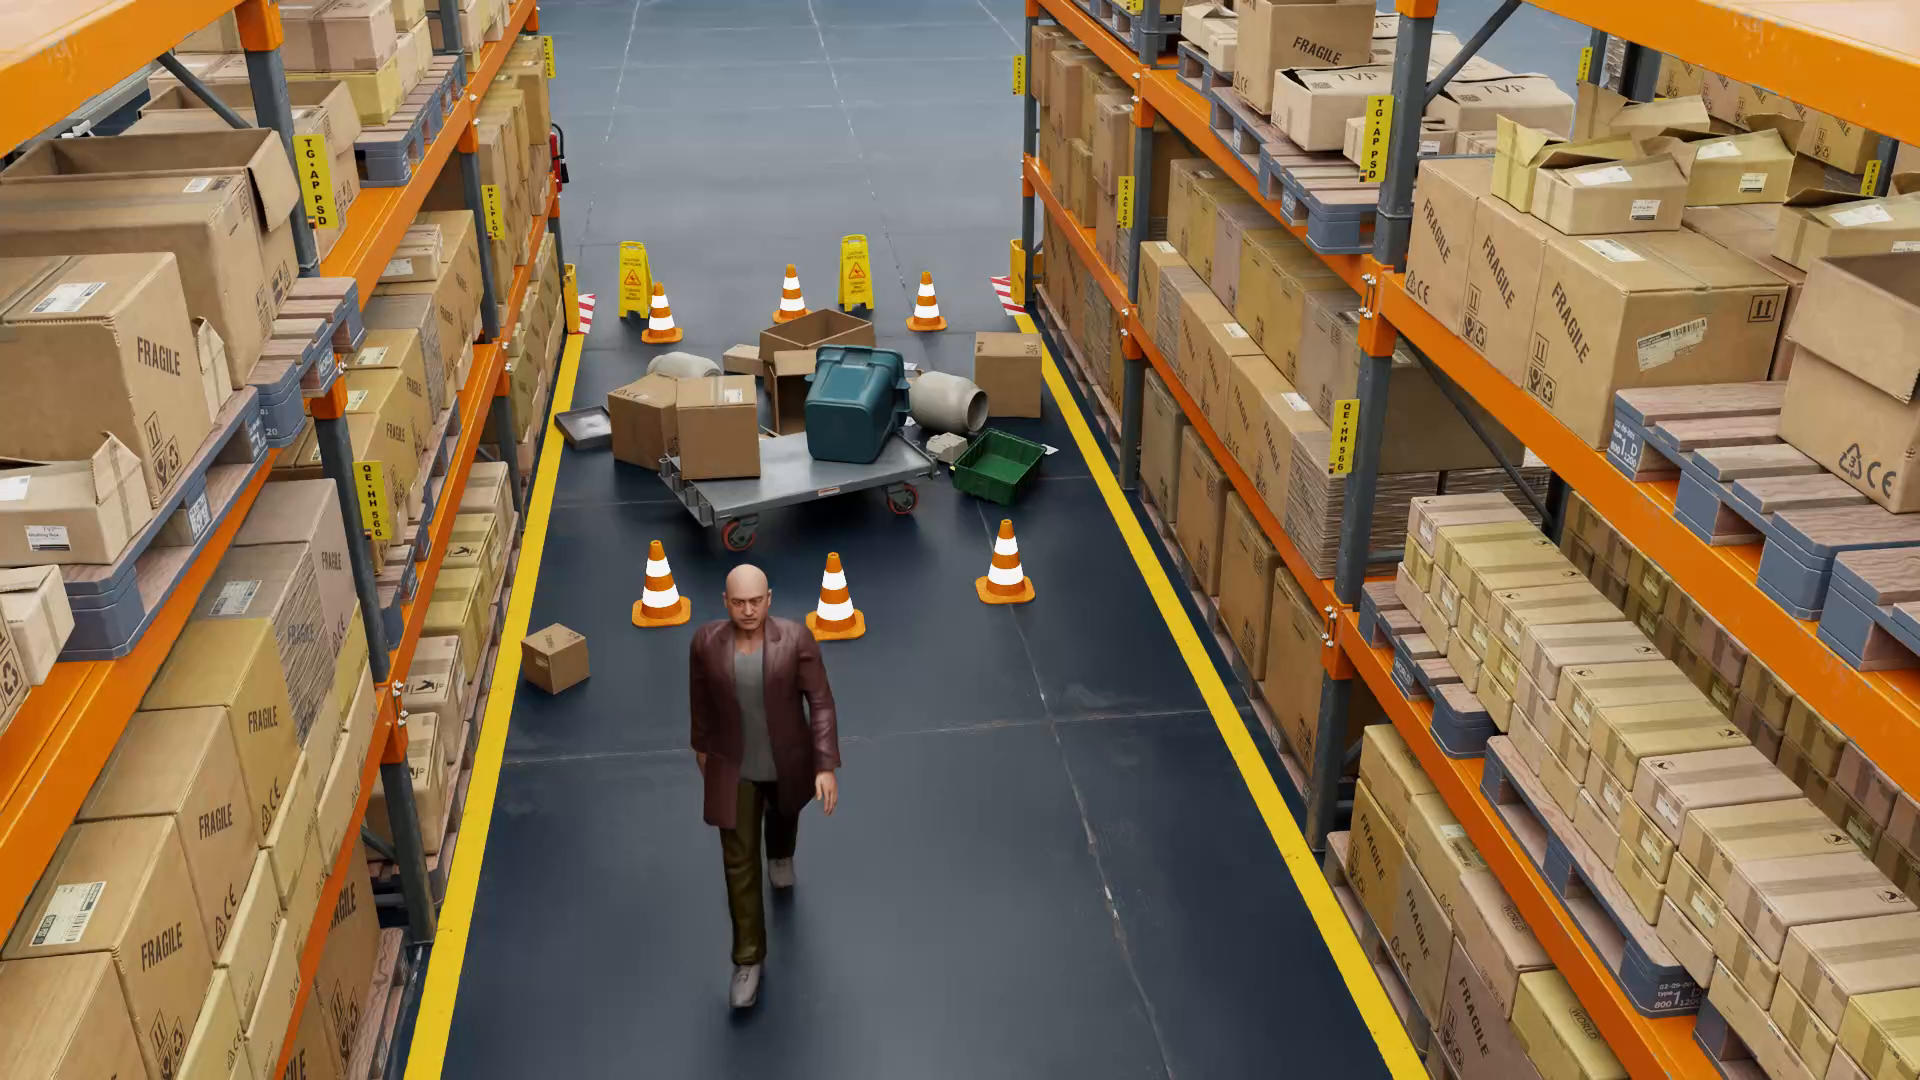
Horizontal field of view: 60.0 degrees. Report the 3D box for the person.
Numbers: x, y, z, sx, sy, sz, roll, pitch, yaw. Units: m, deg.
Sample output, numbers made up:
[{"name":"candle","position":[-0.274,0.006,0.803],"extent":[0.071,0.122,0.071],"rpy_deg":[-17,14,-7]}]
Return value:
[{"name":"person","position":[-0.799,0.914,6.820],"extent":[0.617,1.726,1.124],"rpy_deg":[-3,27,-6]}]
